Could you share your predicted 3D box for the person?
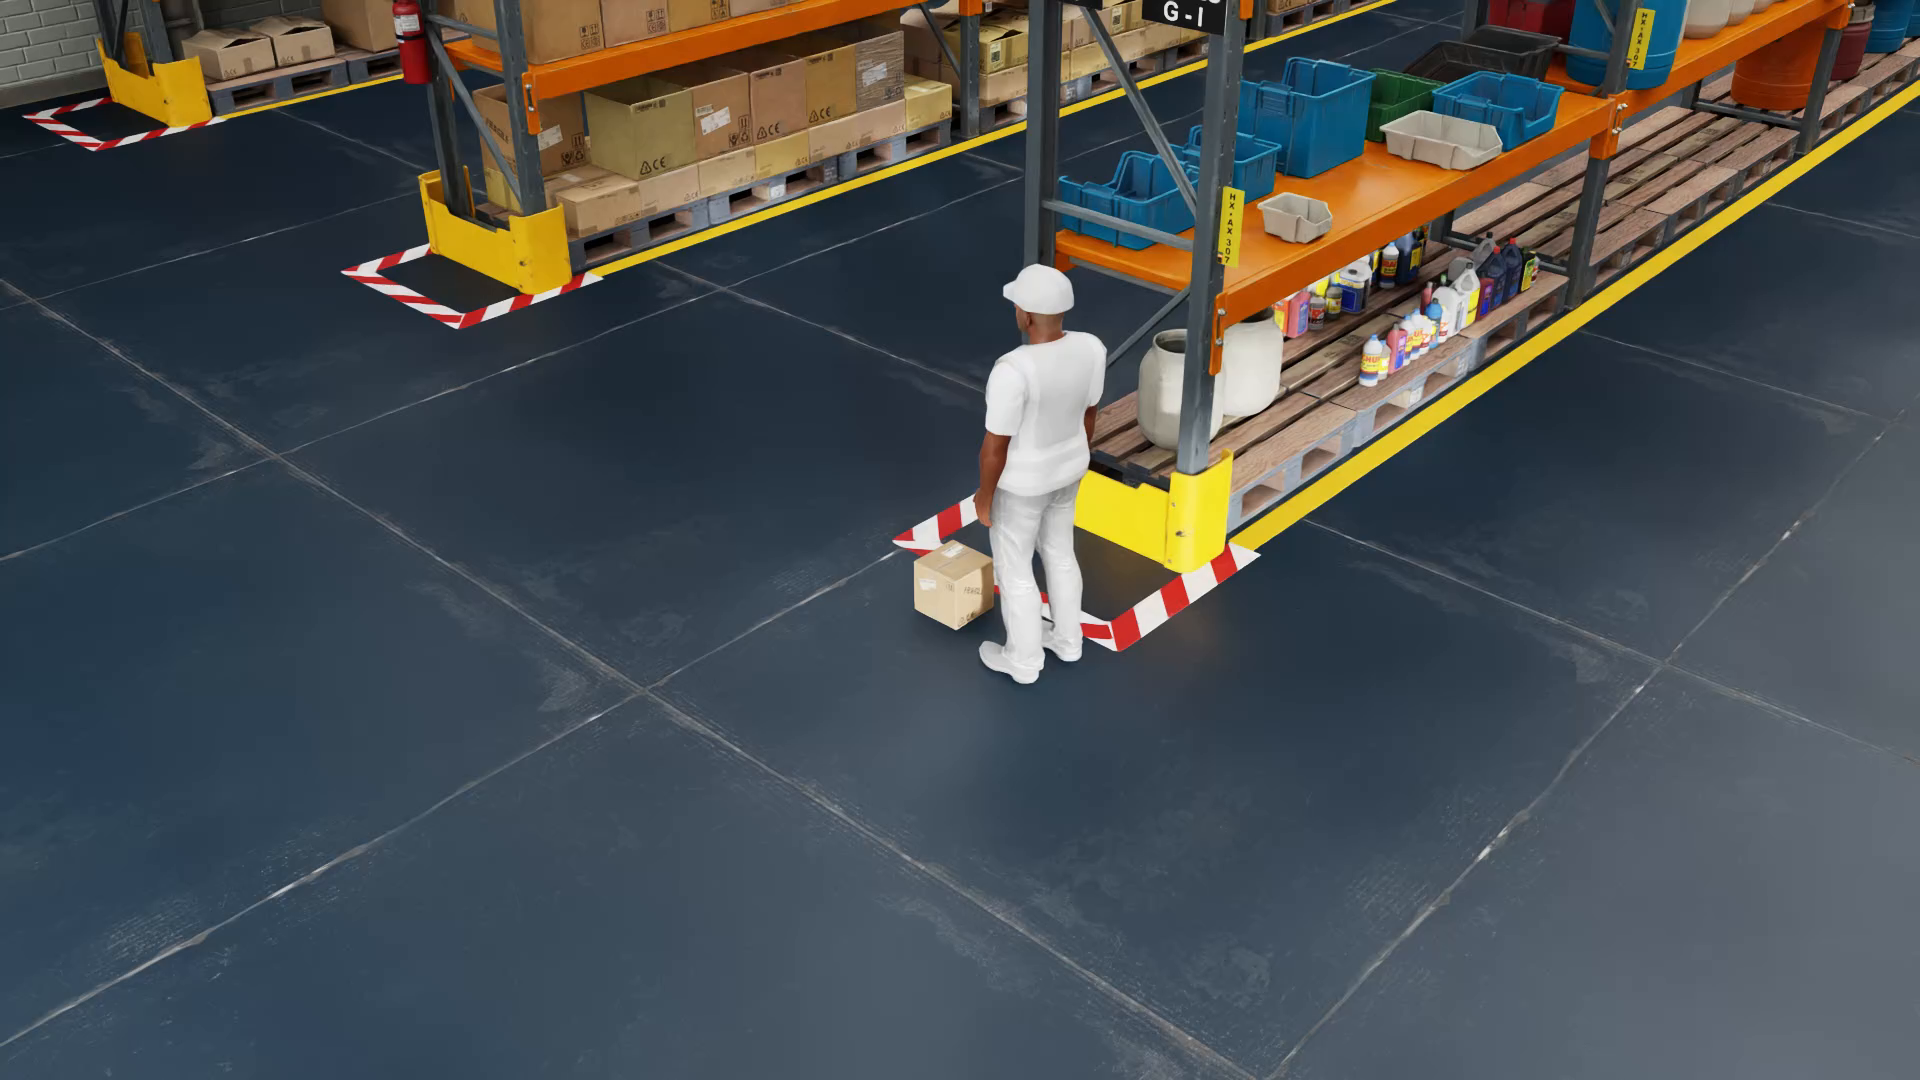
[{"bbox_3d":[0.295,-0.250,6.528,0.563,1.761,0.353,-23,38,-33],"label":"person"}]
